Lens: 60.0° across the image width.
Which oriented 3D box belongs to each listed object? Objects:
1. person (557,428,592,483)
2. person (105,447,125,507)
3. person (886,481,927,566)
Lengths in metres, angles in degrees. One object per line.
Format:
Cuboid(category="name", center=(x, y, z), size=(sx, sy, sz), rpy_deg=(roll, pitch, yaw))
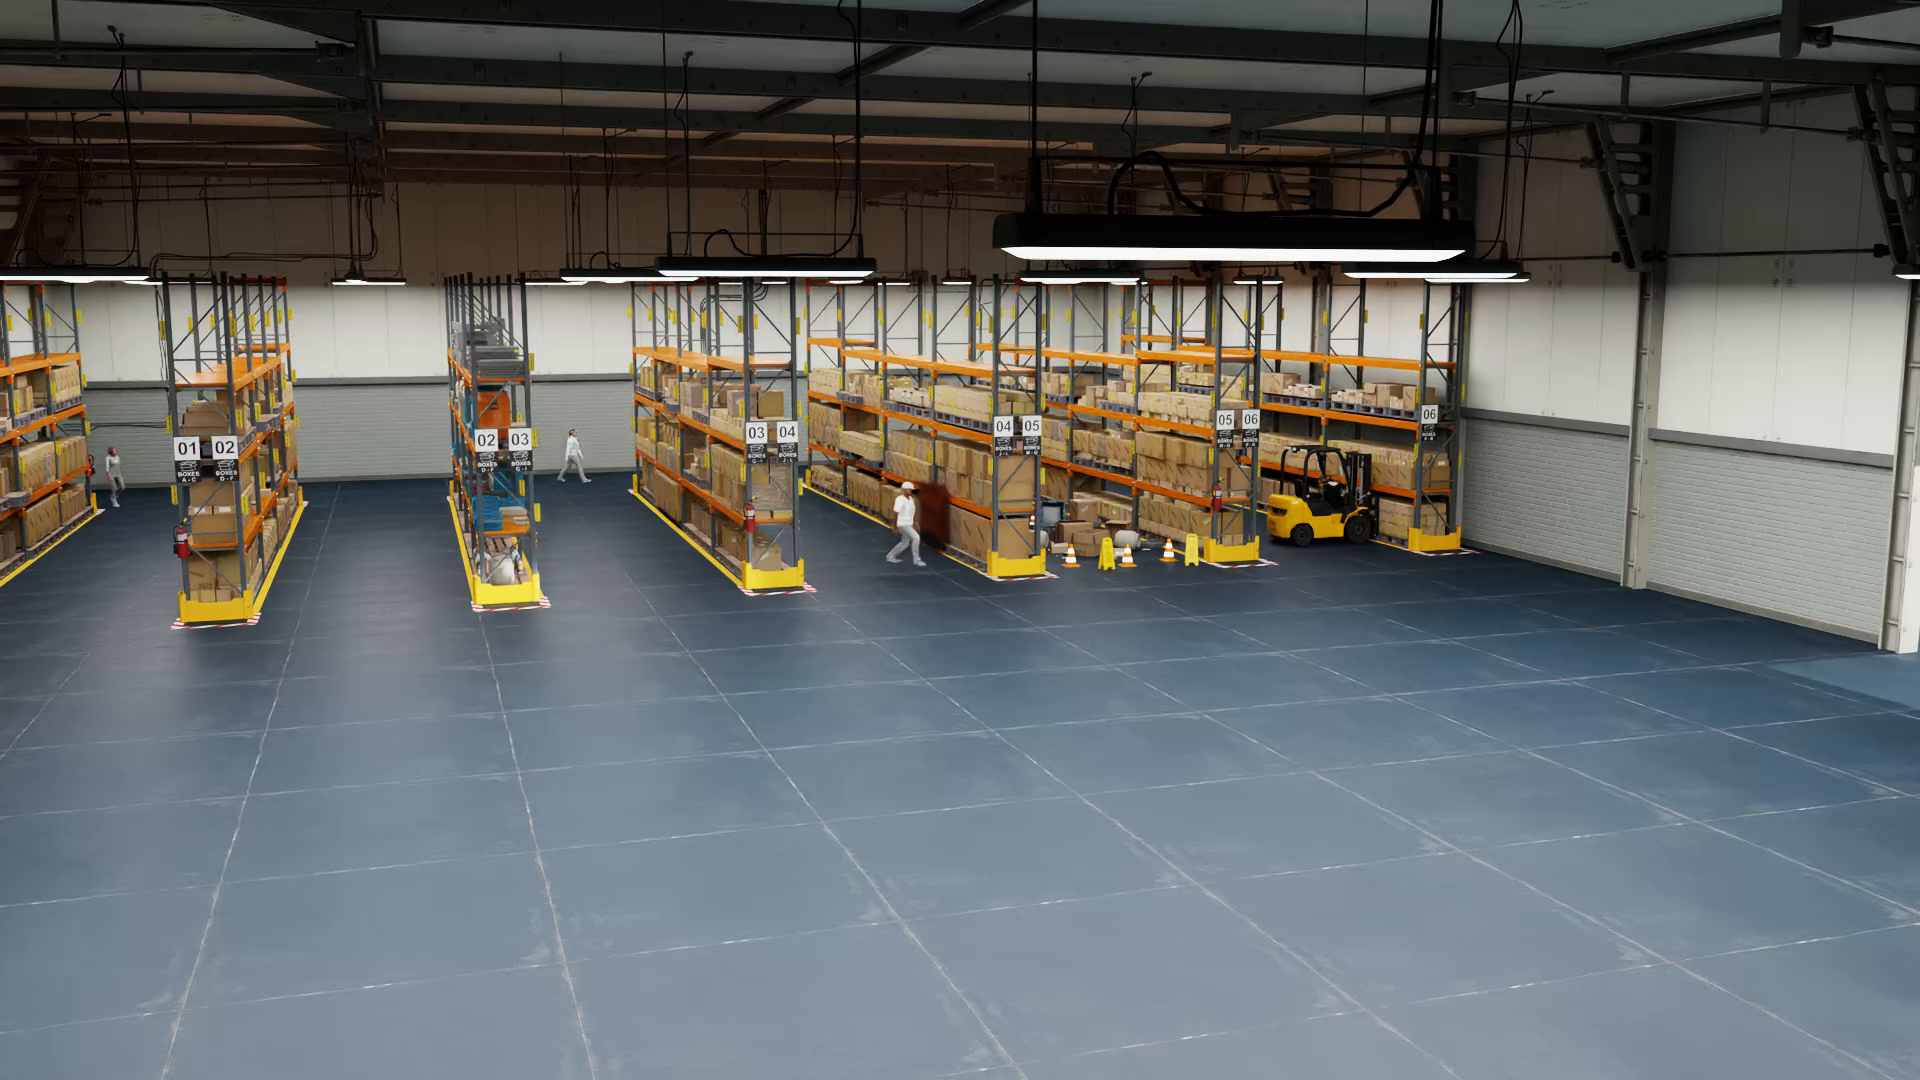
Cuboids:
Cuboid(category="person", center=(-11.422, -2.507, 49.175), size=(1.015, 1.629, 0.459), rpy_deg=(-1, 9, -9))
Cuboid(category="person", center=(-22.242, -1.665, 43.686), size=(0.441, 1.587, 0.406), rpy_deg=(5, 10, 29))
Cuboid(category="person", center=(-1.043, -0.346, 33.066), size=(0.963, 1.643, 0.592), rpy_deg=(3, 9, 18))
